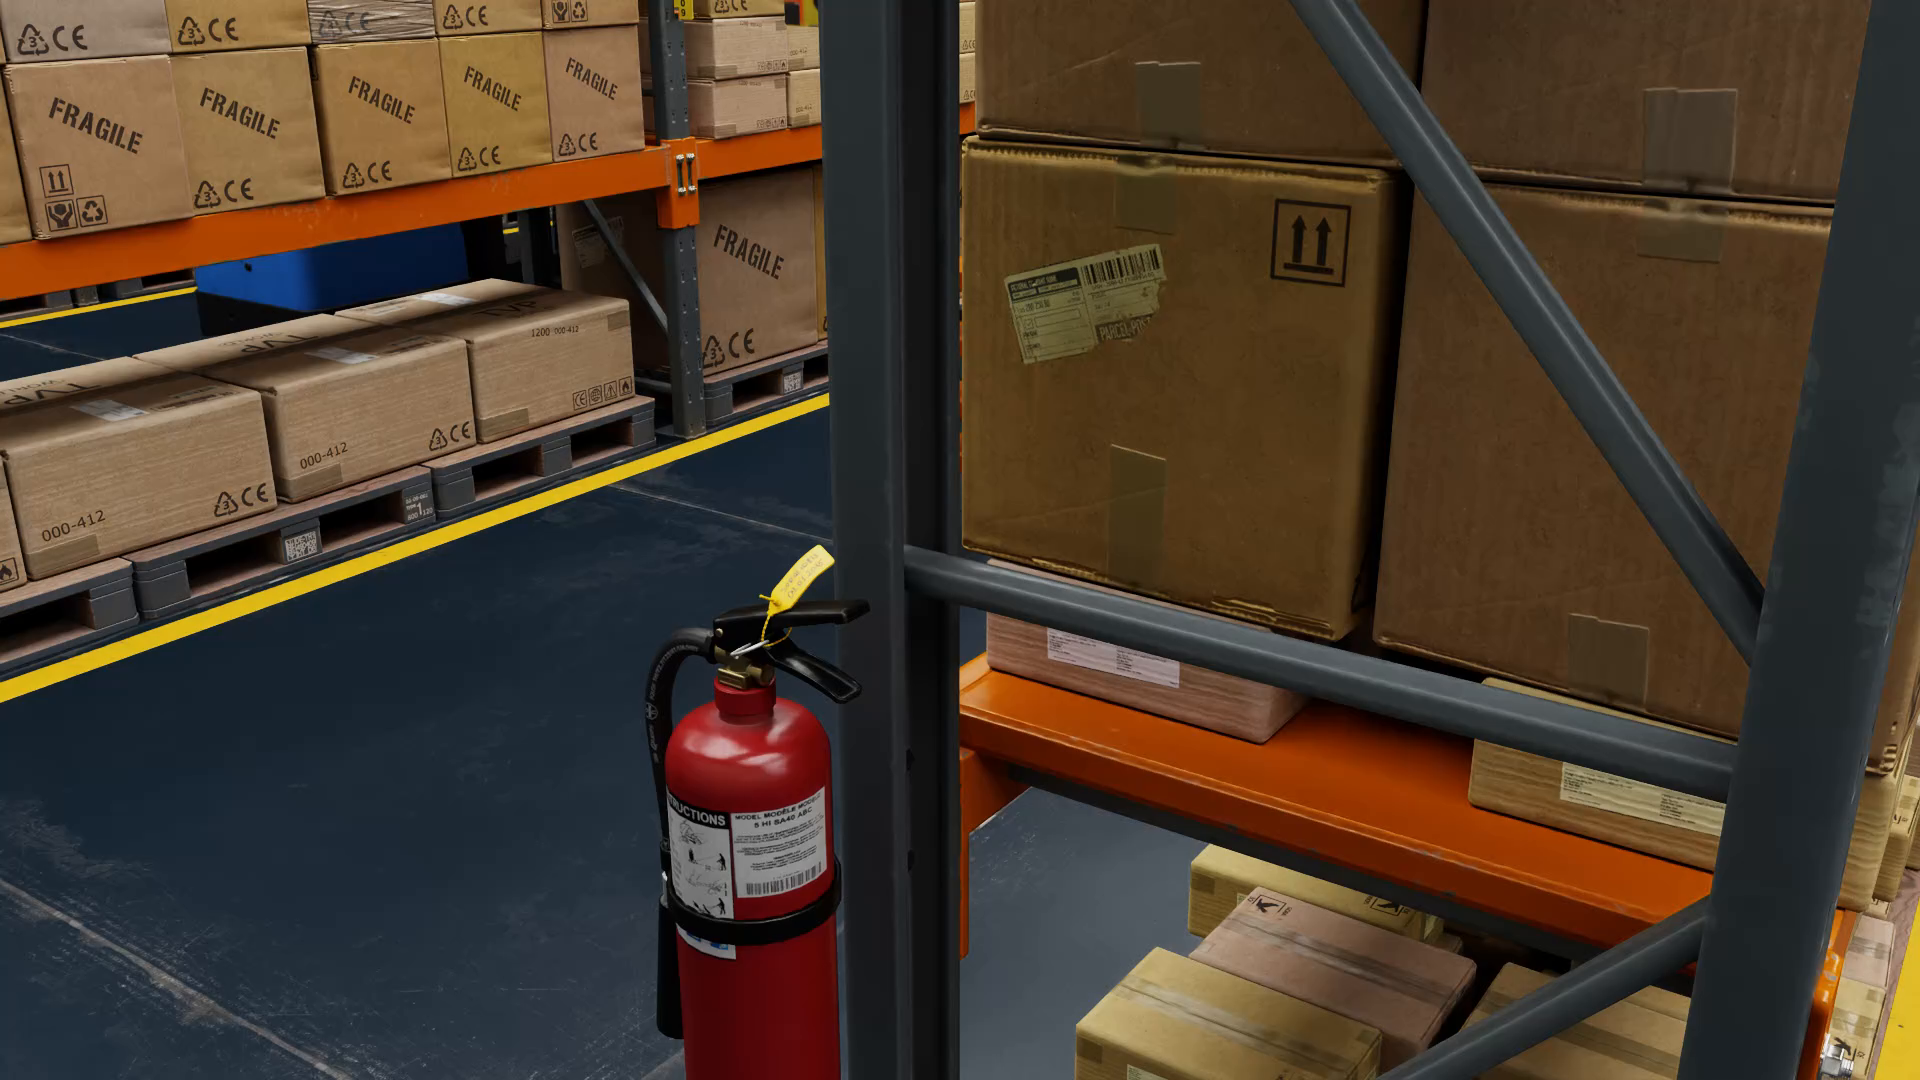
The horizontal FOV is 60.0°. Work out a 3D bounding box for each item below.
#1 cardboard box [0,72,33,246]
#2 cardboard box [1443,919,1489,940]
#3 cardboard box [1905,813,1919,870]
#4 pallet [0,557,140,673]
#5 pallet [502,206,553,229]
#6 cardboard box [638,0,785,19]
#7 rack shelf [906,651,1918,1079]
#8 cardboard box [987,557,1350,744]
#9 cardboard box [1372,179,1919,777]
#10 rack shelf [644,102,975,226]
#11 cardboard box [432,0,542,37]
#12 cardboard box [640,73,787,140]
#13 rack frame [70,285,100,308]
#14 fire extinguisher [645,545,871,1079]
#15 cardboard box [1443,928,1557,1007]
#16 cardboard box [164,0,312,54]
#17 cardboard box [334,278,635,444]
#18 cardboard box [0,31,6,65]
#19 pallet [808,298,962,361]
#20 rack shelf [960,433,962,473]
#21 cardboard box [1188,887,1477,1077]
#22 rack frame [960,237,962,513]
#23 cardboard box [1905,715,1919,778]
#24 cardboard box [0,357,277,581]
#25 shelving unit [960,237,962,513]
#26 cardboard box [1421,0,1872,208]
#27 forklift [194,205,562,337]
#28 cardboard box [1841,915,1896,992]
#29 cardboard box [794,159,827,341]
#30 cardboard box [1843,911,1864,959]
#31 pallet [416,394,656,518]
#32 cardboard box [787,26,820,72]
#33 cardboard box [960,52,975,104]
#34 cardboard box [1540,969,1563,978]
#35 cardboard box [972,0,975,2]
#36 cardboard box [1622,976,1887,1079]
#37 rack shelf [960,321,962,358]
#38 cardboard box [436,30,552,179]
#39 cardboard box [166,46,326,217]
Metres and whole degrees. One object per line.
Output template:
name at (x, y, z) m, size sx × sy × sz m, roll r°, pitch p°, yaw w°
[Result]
cardboard box at (-3.075, -1.092, 4.749) m, size 0.500 × 0.500 × 0.500 m, roll 13°, pitch 24°, yaw 31°
cardboard box at (0.822, 0.562, 3.069) m, size 0.380 × 0.149 × 0.250 m, roll 12°, pitch 24°, yaw 30°
cardboard box at (2.035, 0.592, 3.844) m, size 0.380 × 0.149 × 0.250 m, roll 13°, pitch 24°, yaw 32°
pallet at (-3.459, 0.251, 5.283) m, size 1.003 × 0.211 × 1.213 m, roll 13°, pitch 24°, yaw 32°
pallet at (-3.905, -2.560, 12.882) m, size 1.003 × 0.211 × 1.213 m, roll 13°, pitch 24°, yaw 32°
cardboard box at (-1.110, -2.546, 7.240) m, size 0.500 × 0.500 × 0.500 m, roll 14°, pitch 24°, yaw 32°
rack shelf at (1.431, -0.113, 3.283) m, size 1.077 × 0.370 × 4.000 m, roll 13°, pitch 24°, yaw 32°
cardboard box at (0.257, 0.093, 2.052) m, size 0.380 × 0.149 × 0.250 m, roll 13°, pitch 24°, yaw 32°
cardboard box at (0.788, -0.138, 1.740) m, size 0.500 × 0.500 × 0.500 m, roll 15°, pitch 25°, yaw 34°
rack shelf at (-0.471, -2.197, 8.917) m, size 1.077 × 0.370 × 4.000 m, roll 13°, pitch 24°, yaw 32°
cardboard box at (-1.924, -2.143, 6.149) m, size 0.500 × 0.500 × 0.500 m, roll 13°, pitch 24°, yaw 31°
cardboard box at (-1.129, -1.965, 7.469) m, size 0.500 × 0.250 × 0.500 m, roll 13°, pitch 24°, yaw 31°
rack frame at (-5.702, -2.927, 9.855) m, size 1.000 × 3.000 × 0.127 m, roll 13°, pitch 24°, yaw 32°
fire extinguisher at (-0.216, 0.317, 1.733) m, size 0.296 × 0.674 × 0.183 m, roll 13°, pitch 24°, yaw 32°
cardboard box at (0.895, 0.711, 3.095) m, size 0.380 × 0.149 × 0.250 m, roll 13°, pitch 24°, yaw 31°
cardboard box at (-2.491, -1.853, 5.365) m, size 0.500 × 0.500 × 0.500 m, roll 13°, pitch 24°, yaw 32°
cardboard box at (-2.037, -0.796, 7.182) m, size 0.875 × 0.438 × 0.875 m, roll 13°, pitch 24°, yaw 31°
cardboard box at (-3.053, -1.560, 4.574) m, size 0.500 × 0.500 × 0.500 m, roll 13°, pitch 24°, yaw 30°
pallet at (-0.538, -1.240, 9.313) m, size 1.003 × 0.211 × 1.213 m, roll 13°, pitch 24°, yaw 32°
rack shelf at (-0.093, -0.266, 6.021) m, size 0.258 × 0.148 × 0.480 m, roll 13°, pitch 24°, yaw 32°
cardboard box at (0.584, 0.723, 2.634) m, size 0.380 × 0.149 × 0.250 m, roll 14°, pitch 24°, yaw 33°
rack frame at (0.044, -0.585, 6.118) m, size 0.240 × 1.200 × 0.015 m, roll 13°, pitch 24°, yaw 32°
cardboard box at (1.899, 0.379, 3.564) m, size 0.380 × 0.149 × 0.250 m, roll 12°, pitch 24°, yaw 30°
cardboard box at (-3.048, -0.281, 5.789) m, size 0.875 × 0.438 × 0.875 m, roll 14°, pitch 25°, yaw 33°
shelving unit at (-0.093, -0.515, 5.928) m, size 0.258 × 1.200 × 0.503 m, roll 13°, pitch 24°, yaw 32°
cardboard box at (0.779, -0.609, 1.572) m, size 0.500 × 0.500 × 0.500 m, roll 13°, pitch 24°, yaw 31°
forklift at (-2.930, -2.779, 9.552) m, size 1.130 × 2.935 × 3.031 m, roll 13°, pitch 24°, yaw 31°
cardboard box at (1.591, 0.814, 3.244) m, size 0.380 × 0.149 × 0.250 m, roll 12°, pitch 23°, yaw 29°
cardboard box at (-0.811, -1.615, 8.764) m, size 0.875 × 0.875 × 0.875 m, roll 14°, pitch 25°, yaw 33°
cardboard box at (1.420, 0.586, 3.004) m, size 0.380 × 0.149 × 0.250 m, roll 14°, pitch 25°, yaw 34°
pallet at (-2.087, -0.449, 7.176) m, size 1.003 × 0.211 × 1.213 m, roll 13°, pitch 24°, yaw 32°
cardboard box at (-0.844, -2.351, 7.792) m, size 0.500 × 0.250 × 0.500 m, roll 14°, pitch 24°, yaw 33°
cardboard box at (-0.250, -2.399, 8.643) m, size 0.500 × 0.250 × 0.500 m, roll 13°, pitch 24°, yaw 31°
cardboard box at (1.079, 0.869, 2.667) m, size 0.380 × 0.149 × 0.250 m, roll 14°, pitch 24°, yaw 33°
cardboard box at (0.013, -3.134, 8.830) m, size 0.500 × 0.500 × 0.500 m, roll 13°, pitch 24°, yaw 32°
cardboard box at (1.186, 0.751, 2.557) m, size 0.380 × 0.149 × 0.250 m, roll 13°, pitch 24°, yaw 32°
rack shelf at (-0.093, -0.662, 5.874) m, size 0.258 × 0.148 × 0.480 m, roll 13°, pitch 24°, yaw 32°
cardboard box at (-1.929, -1.676, 6.327) m, size 0.500 × 0.500 × 0.500 m, roll 13°, pitch 24°, yaw 31°
cardboard box at (-2.506, -1.381, 5.531) m, size 0.500 × 0.500 × 0.500 m, roll 14°, pitch 25°, yaw 34°
